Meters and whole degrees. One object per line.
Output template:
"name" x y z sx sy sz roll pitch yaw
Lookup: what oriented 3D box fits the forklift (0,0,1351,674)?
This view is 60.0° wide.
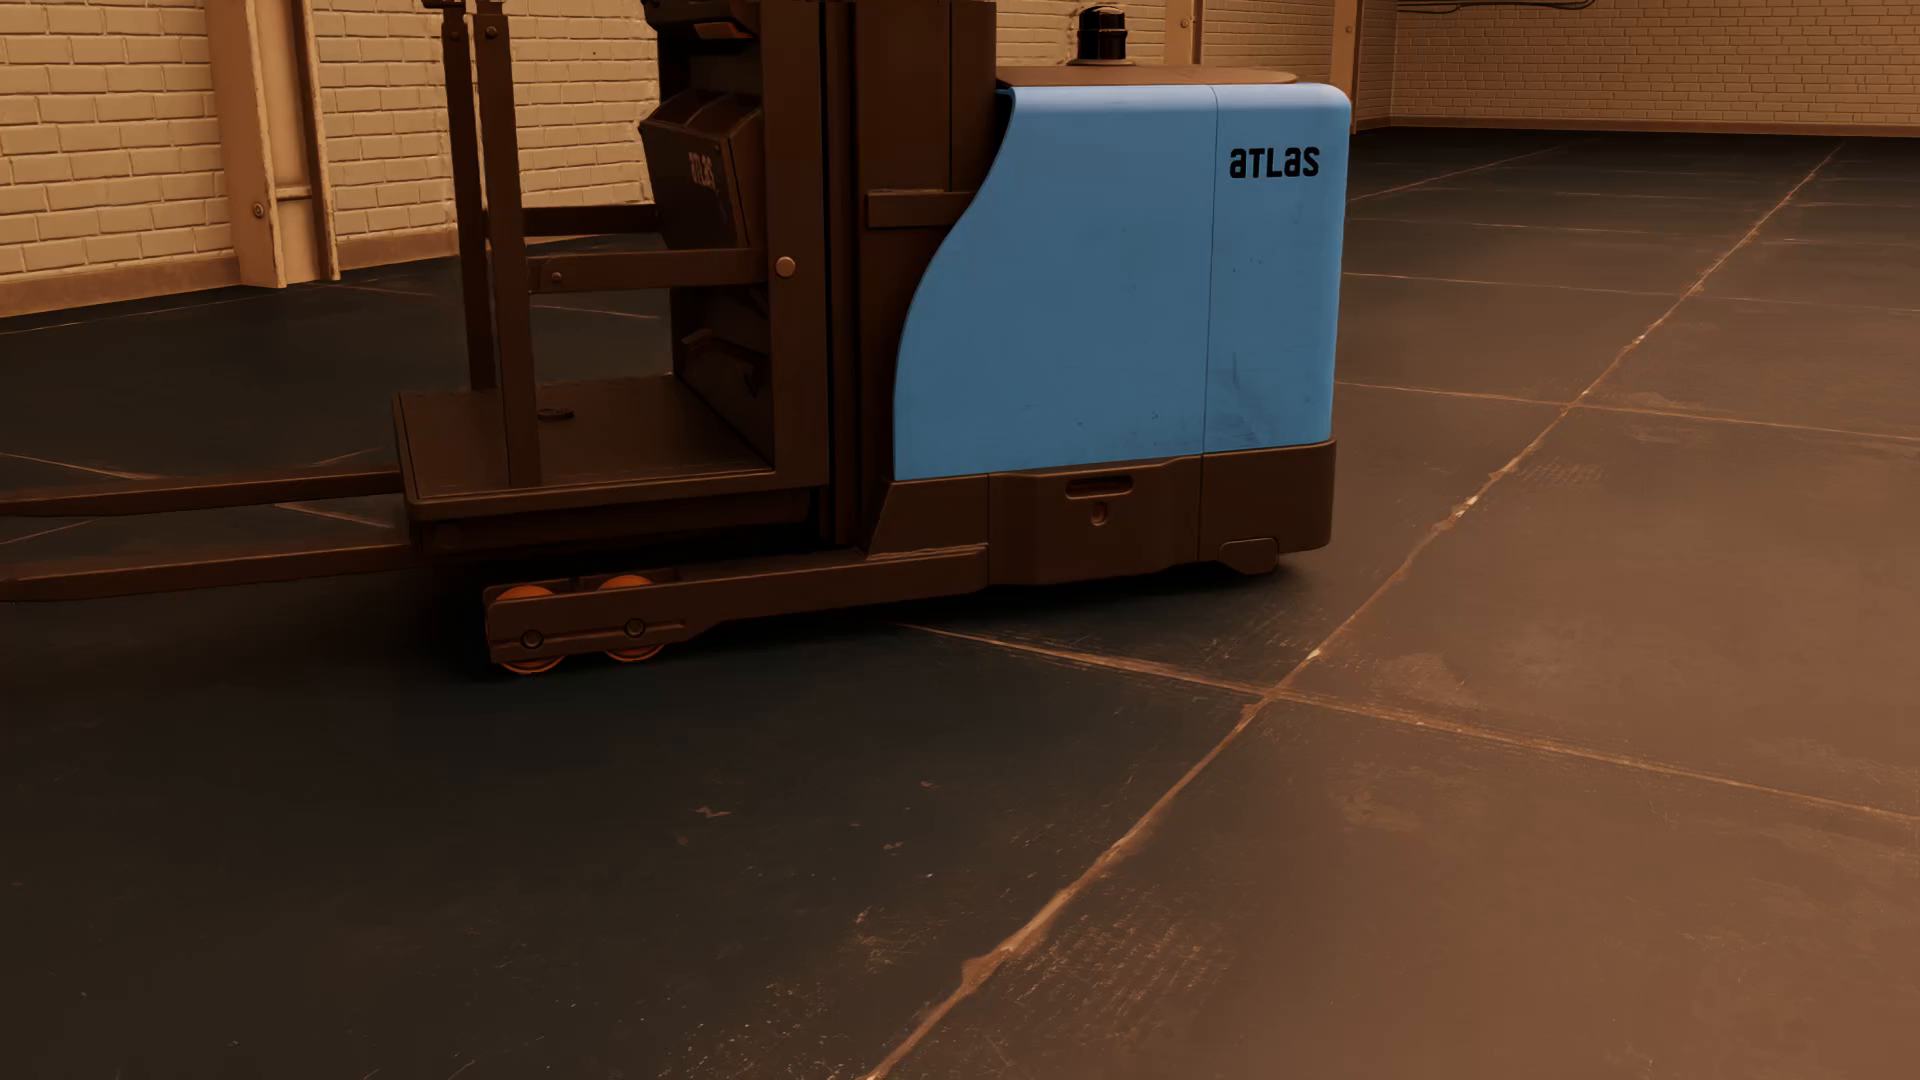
"forklift" -0.729 -1.318 3.328 3.031 2.935 1.130 -6 17 -19
